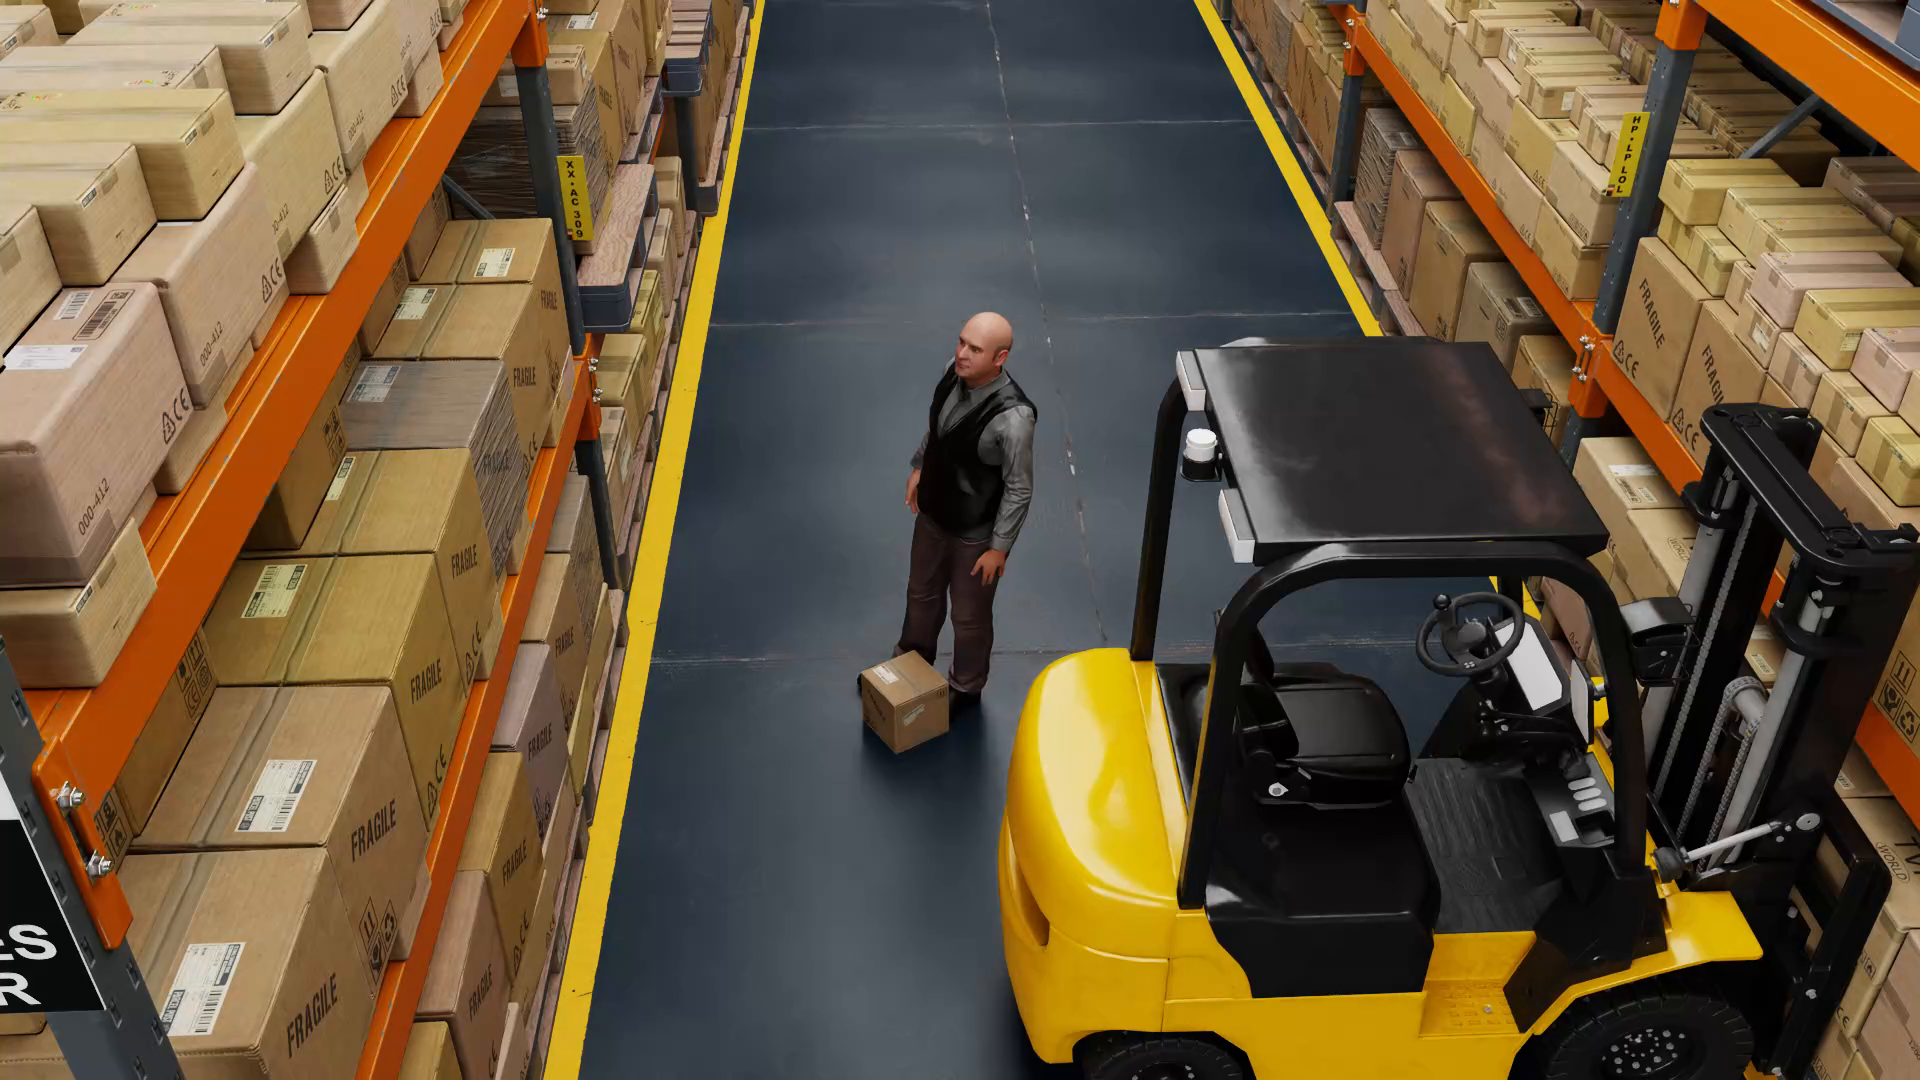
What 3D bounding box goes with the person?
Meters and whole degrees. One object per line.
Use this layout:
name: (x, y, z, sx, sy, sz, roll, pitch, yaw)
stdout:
person: (-0.038, -0.057, 6.233, 0.565, 1.723, 0.634, -20, 39, -26)
